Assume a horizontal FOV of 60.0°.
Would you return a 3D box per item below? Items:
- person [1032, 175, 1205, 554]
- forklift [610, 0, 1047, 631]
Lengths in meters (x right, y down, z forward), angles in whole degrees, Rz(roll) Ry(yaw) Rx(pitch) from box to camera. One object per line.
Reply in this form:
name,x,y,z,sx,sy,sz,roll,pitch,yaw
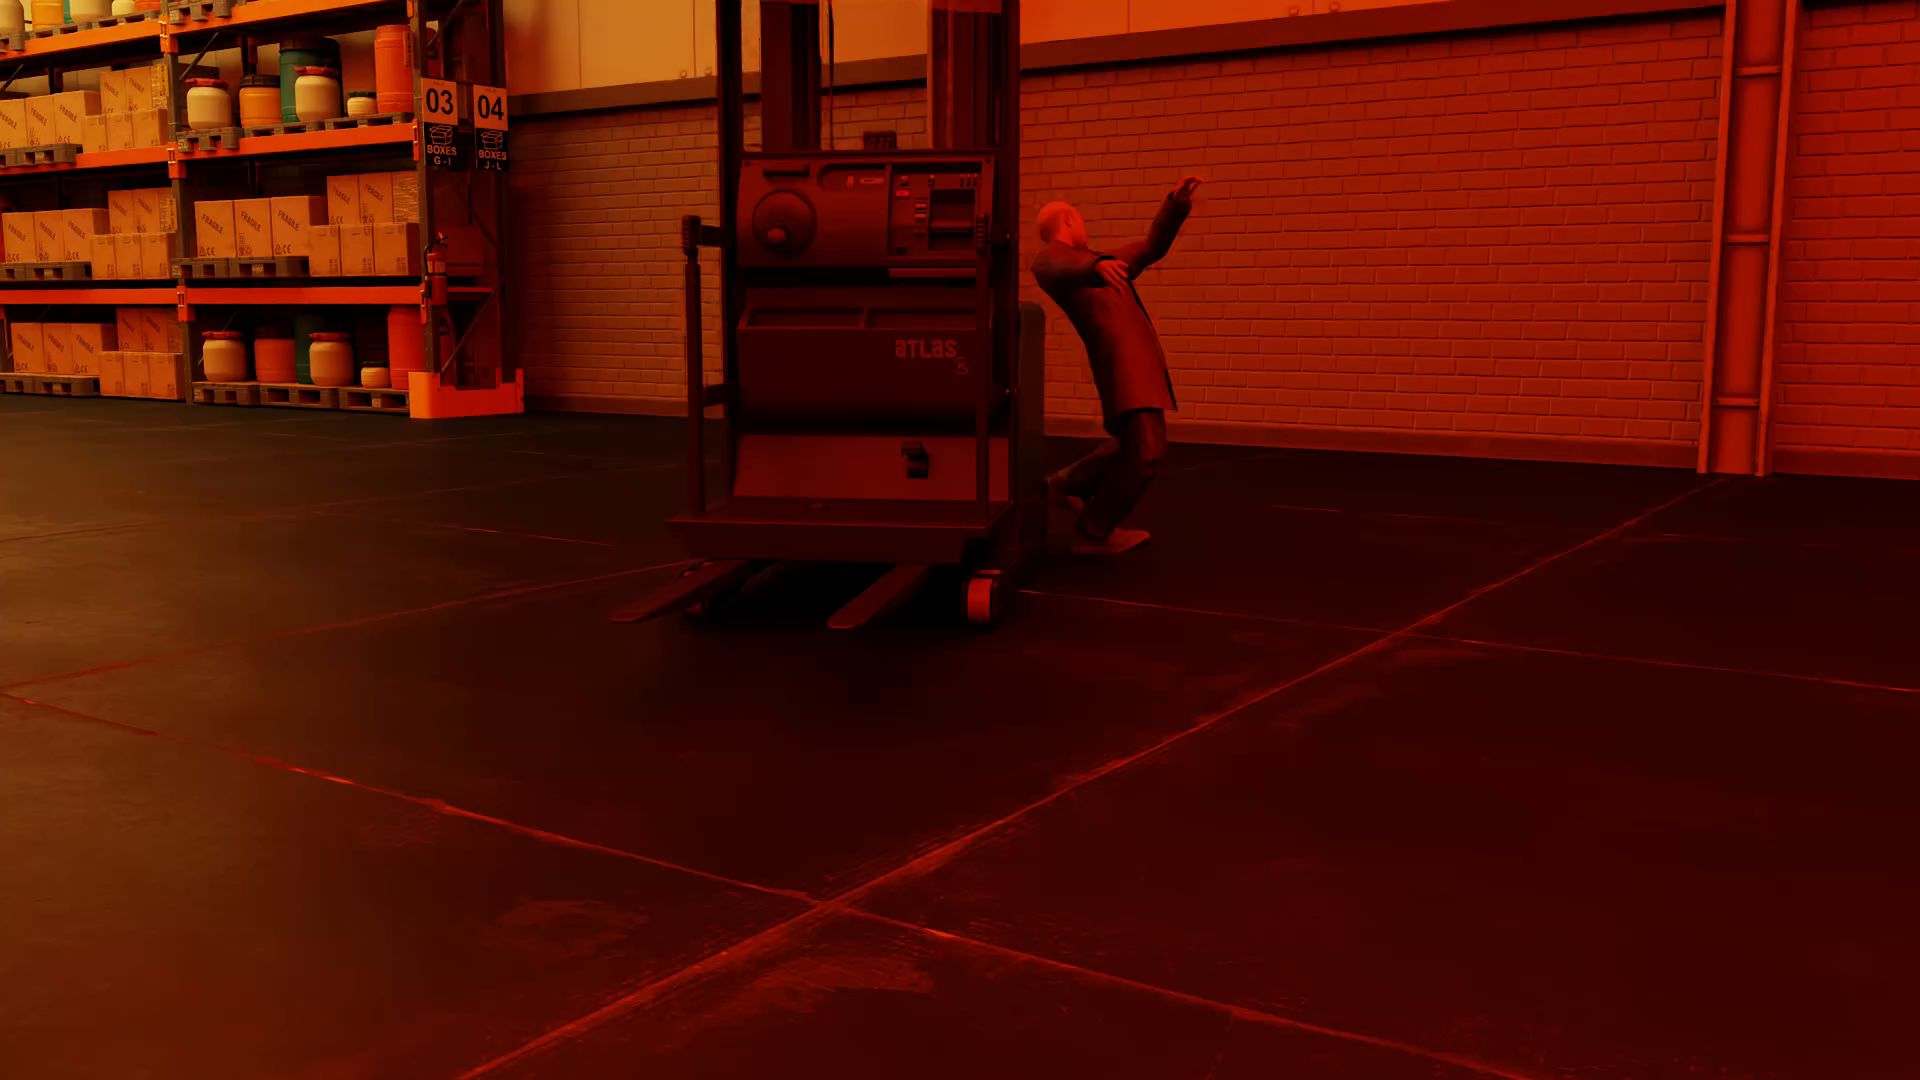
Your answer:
person,0.614,-0.725,6.953,0.754,1.582,1.129,2,8,12
forklift,-0.371,-1.216,5.743,1.130,2.935,3.031,1,8,9
